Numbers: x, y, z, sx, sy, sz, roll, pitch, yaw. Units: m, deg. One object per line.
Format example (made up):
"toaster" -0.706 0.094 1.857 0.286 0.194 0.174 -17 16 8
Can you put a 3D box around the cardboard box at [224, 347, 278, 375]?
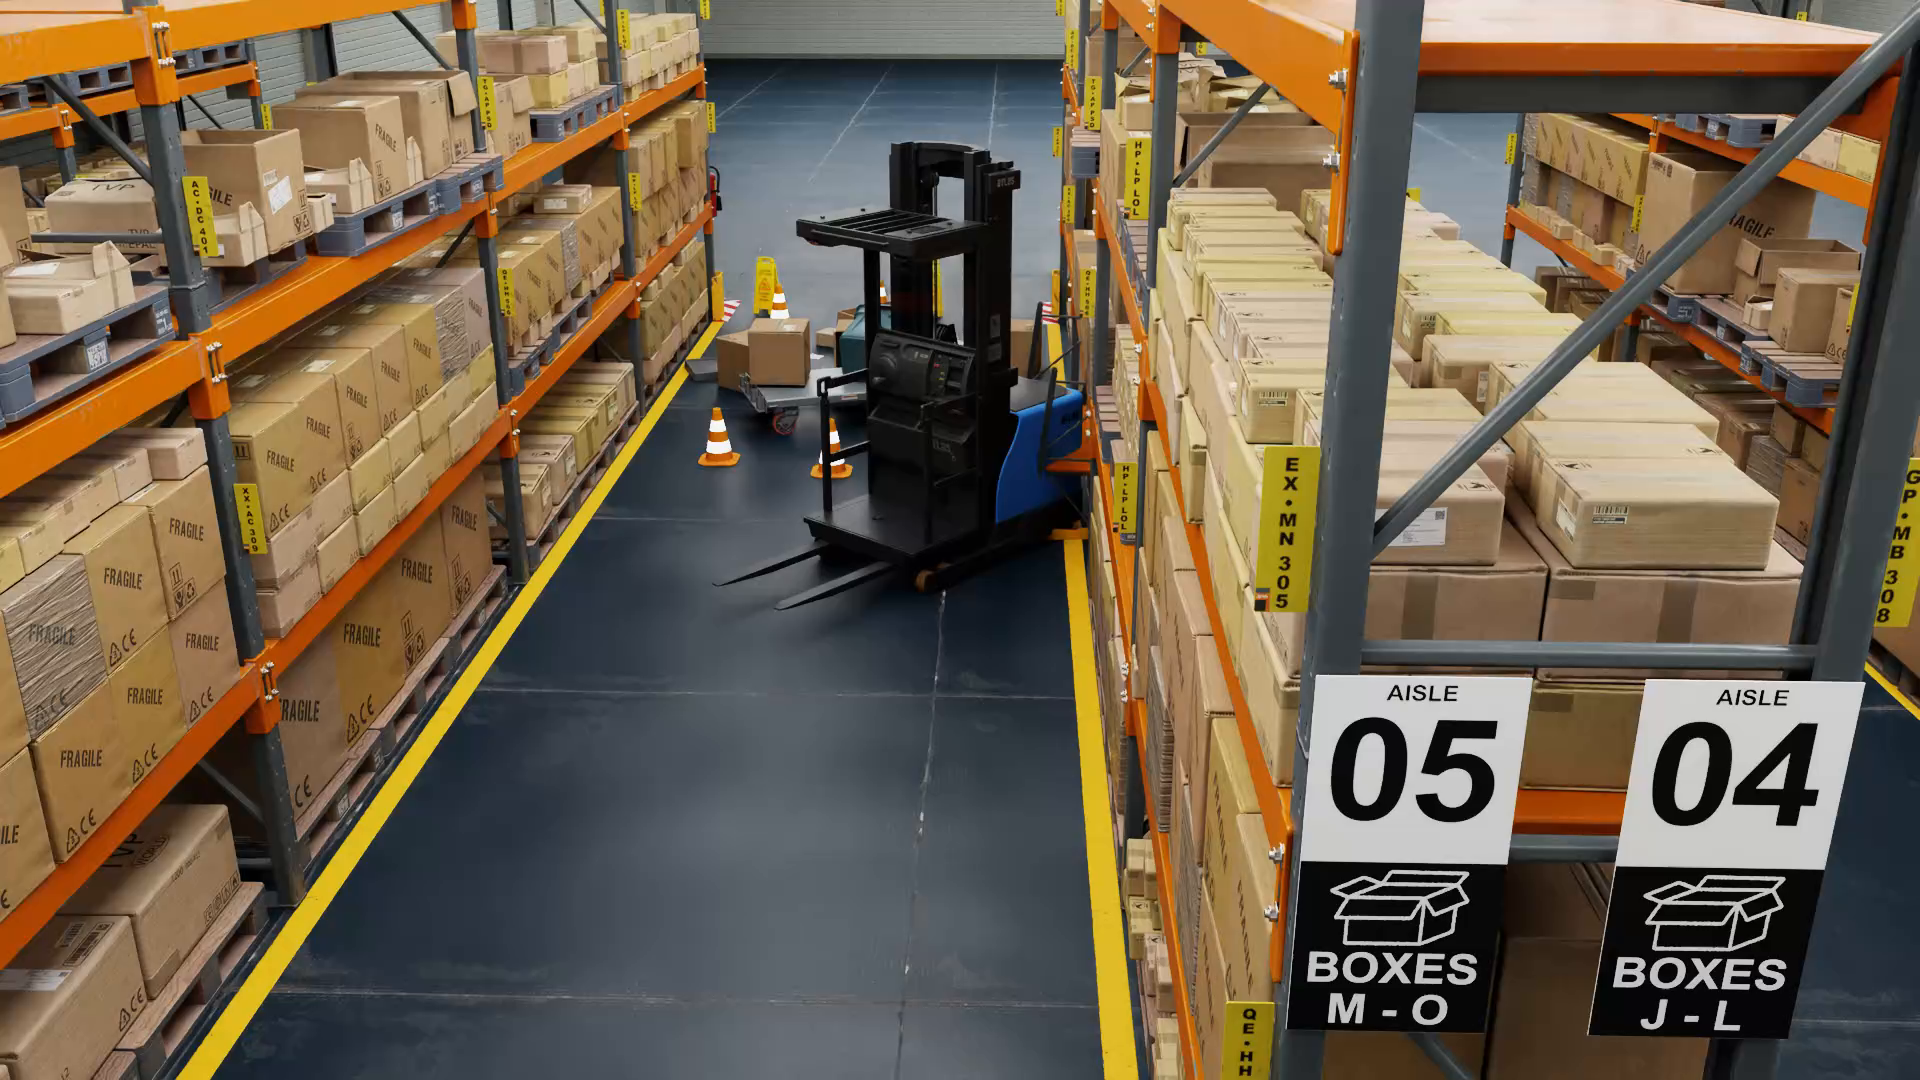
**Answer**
"cardboard box" -3.869 -0.704 8.677 0.500 0.500 0.500 1 21 3

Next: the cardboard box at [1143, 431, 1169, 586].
"cardboard box" 1.019 -0.130 6.785 0.500 0.500 0.500 1 21 3

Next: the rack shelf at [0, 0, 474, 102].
"rack shelf" -3.614 -2.655 8.479 1.077 0.370 4.000 1 21 2

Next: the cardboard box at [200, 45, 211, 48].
"cardboard box" -8.001 -5.232 17.188 0.396 0.266 0.258 1 21 2

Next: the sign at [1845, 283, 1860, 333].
"sign" 5.809 -1.500 10.756 0.100 0.325 0.005 1 21 2

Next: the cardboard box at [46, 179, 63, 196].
"cardboard box" -8.087 -3.202 15.189 0.380 0.149 0.250 1 21 3

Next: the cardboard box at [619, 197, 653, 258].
"cardboard box" -3.140 -2.891 15.283 0.500 0.500 0.500 1 21 1

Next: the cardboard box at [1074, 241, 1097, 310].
"cardboard box" 1.220 -2.208 13.936 0.500 0.500 0.500 1 21 2

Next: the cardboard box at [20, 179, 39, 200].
"cardboard box" -8.685 -3.209 15.207 0.380 0.149 0.250 1 21 2

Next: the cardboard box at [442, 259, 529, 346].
"cardboard box" -3.308 -1.644 11.490 0.500 0.500 0.500 0 21 0

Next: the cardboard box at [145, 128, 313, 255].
"cardboard box" -3.358 -1.613 7.674 0.500 0.500 0.500 0 21 1

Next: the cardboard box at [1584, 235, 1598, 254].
"cardboard box" 6.274 -2.856 16.089 0.380 0.149 0.250 1 21 2

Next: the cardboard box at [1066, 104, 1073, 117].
"cardboard box" 1.591 -4.417 18.067 0.875 0.550 0.550 1 21 2

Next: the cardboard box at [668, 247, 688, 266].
"cardboard box" -3.038 -2.949 17.271 0.380 0.149 0.250 2 21 4

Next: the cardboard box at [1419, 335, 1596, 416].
"cardboard box" 1.409 -0.426 4.299 0.380 0.149 0.250 1 21 3

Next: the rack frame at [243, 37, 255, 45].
"rack frame" -8.271 -6.846 17.732 1.000 3.000 0.127 1 21 2

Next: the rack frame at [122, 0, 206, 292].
"rack frame" -3.675 -2.454 6.413 1.000 3.000 0.127 1 21 2

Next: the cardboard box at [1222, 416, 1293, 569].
"cardboard box" 0.928 -0.109 4.031 0.500 0.250 0.500 0 21 0

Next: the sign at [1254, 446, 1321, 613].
"sign" 0.600 -0.017 3.056 0.100 0.325 0.005 1 21 2

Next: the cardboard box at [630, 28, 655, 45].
"cardboard box" -3.111 -4.784 15.811 0.380 0.149 0.250 0 21 1

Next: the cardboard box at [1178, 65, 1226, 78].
"cardboard box" 1.670 -3.311 12.172 0.500 0.311 0.500 0 21 1

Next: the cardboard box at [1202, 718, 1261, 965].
"cardboard box" 0.935 0.804 4.377 0.500 0.500 0.500 0 21 0

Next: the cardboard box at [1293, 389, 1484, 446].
"cardboard box" 0.983 -0.244 3.831 0.380 0.149 0.250 0 21 0

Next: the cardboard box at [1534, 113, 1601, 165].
"cardboard box" 6.284 -4.162 17.176 0.500 0.500 0.500 1 21 2

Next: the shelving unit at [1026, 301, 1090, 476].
"shelving unit" 0.783 -0.895 12.621 0.500 1.500 0.985 3 35 -6

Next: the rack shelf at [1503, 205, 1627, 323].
"rack shelf" 6.535 -2.828 16.666 1.077 0.370 4.000 1 21 2

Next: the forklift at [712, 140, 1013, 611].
"forklift" -0.527 -1.402 12.091 2.033 2.935 3.733 18 27 38

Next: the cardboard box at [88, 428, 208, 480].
"cardboard box" -3.366 -0.357 6.886 0.380 0.149 0.250 0 21 1

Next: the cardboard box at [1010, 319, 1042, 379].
"cardboard box" 0.541 -1.940 16.834 0.500 0.500 0.500 4 22 11

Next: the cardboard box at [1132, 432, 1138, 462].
"cardboard box" 1.127 -0.479 8.972 0.380 0.149 0.250 1 21 2

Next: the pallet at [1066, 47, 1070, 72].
"pallet" 1.629 -5.067 17.416 1.003 0.211 1.213 1 21 2

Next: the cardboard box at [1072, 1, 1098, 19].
"cardboard box" 1.242 -4.929 15.465 0.380 0.149 0.250 1 21 2

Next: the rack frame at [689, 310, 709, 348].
"rack frame" -3.372 -2.375 18.358 1.003 0.211 1.213 1 21 2

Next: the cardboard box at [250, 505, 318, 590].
"cardboard box" -3.380 0.024 7.837 0.500 0.250 0.500 0 21 0

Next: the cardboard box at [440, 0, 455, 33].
"cardboard box" -4.952 -6.174 16.002 9.101 9.000 26.537 1 21 2

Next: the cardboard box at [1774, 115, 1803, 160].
"cardboard box" 6.141 -2.858 11.809 0.500 0.250 0.500 1 21 3

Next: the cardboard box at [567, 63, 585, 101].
"cardboard box" -3.325 -3.678 13.341 0.500 0.250 0.500 1 21 2

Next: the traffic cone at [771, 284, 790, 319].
"traffic cone" -2.034 -2.643 18.702 0.336 0.463 0.334 1 21 2

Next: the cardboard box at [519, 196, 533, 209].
"cardboard box" -3.747 -2.583 13.909 0.500 0.500 0.500 1 21 2

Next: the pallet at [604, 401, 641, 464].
"pallet" -3.454 -0.968 14.732 1.003 0.211 1.213 1 21 2

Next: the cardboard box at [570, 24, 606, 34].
"cardboard box" -3.602 -4.973 16.296 0.380 0.149 0.250 1 21 3

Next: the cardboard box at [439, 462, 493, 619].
"cardboard box" -3.657 -0.060 10.892 0.875 0.875 0.875 0 21 1

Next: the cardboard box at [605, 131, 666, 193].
"cardboard box" -3.164 -3.542 15.579 0.700 0.500 0.500 1 21 2

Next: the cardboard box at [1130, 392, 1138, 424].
"cardboard box" 1.140 -0.711 9.159 0.380 0.149 0.250 0 21 1

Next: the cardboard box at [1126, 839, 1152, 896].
"cardboard box" 0.945 1.483 7.509 0.380 0.149 0.250 2 21 4

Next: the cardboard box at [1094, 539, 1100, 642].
"cardboard box" 1.109 0.319 10.435 0.500 0.500 0.500 1 21 2

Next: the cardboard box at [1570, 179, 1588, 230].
"cardboard box" 6.571 -3.330 16.416 0.875 0.500 0.500 1 21 2

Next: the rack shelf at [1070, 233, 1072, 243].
"rack shelf" 1.580 -3.044 16.852 0.919 0.052 3.809 1 21 2

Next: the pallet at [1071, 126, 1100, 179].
"pallet" 1.364 -2.629 11.272 1.213 0.211 1.003 2 21 4

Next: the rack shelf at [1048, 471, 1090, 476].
"rack shelf" 0.769 -0.759 12.677 0.416 0.036 0.922 3 35 -6

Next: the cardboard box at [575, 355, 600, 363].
"cardboard box" -3.682 -1.680 15.933 0.500 0.250 0.500 2 21 4

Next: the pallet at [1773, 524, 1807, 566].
"pallet" 6.377 0.023 12.177 1.003 0.211 1.213 1 21 2
